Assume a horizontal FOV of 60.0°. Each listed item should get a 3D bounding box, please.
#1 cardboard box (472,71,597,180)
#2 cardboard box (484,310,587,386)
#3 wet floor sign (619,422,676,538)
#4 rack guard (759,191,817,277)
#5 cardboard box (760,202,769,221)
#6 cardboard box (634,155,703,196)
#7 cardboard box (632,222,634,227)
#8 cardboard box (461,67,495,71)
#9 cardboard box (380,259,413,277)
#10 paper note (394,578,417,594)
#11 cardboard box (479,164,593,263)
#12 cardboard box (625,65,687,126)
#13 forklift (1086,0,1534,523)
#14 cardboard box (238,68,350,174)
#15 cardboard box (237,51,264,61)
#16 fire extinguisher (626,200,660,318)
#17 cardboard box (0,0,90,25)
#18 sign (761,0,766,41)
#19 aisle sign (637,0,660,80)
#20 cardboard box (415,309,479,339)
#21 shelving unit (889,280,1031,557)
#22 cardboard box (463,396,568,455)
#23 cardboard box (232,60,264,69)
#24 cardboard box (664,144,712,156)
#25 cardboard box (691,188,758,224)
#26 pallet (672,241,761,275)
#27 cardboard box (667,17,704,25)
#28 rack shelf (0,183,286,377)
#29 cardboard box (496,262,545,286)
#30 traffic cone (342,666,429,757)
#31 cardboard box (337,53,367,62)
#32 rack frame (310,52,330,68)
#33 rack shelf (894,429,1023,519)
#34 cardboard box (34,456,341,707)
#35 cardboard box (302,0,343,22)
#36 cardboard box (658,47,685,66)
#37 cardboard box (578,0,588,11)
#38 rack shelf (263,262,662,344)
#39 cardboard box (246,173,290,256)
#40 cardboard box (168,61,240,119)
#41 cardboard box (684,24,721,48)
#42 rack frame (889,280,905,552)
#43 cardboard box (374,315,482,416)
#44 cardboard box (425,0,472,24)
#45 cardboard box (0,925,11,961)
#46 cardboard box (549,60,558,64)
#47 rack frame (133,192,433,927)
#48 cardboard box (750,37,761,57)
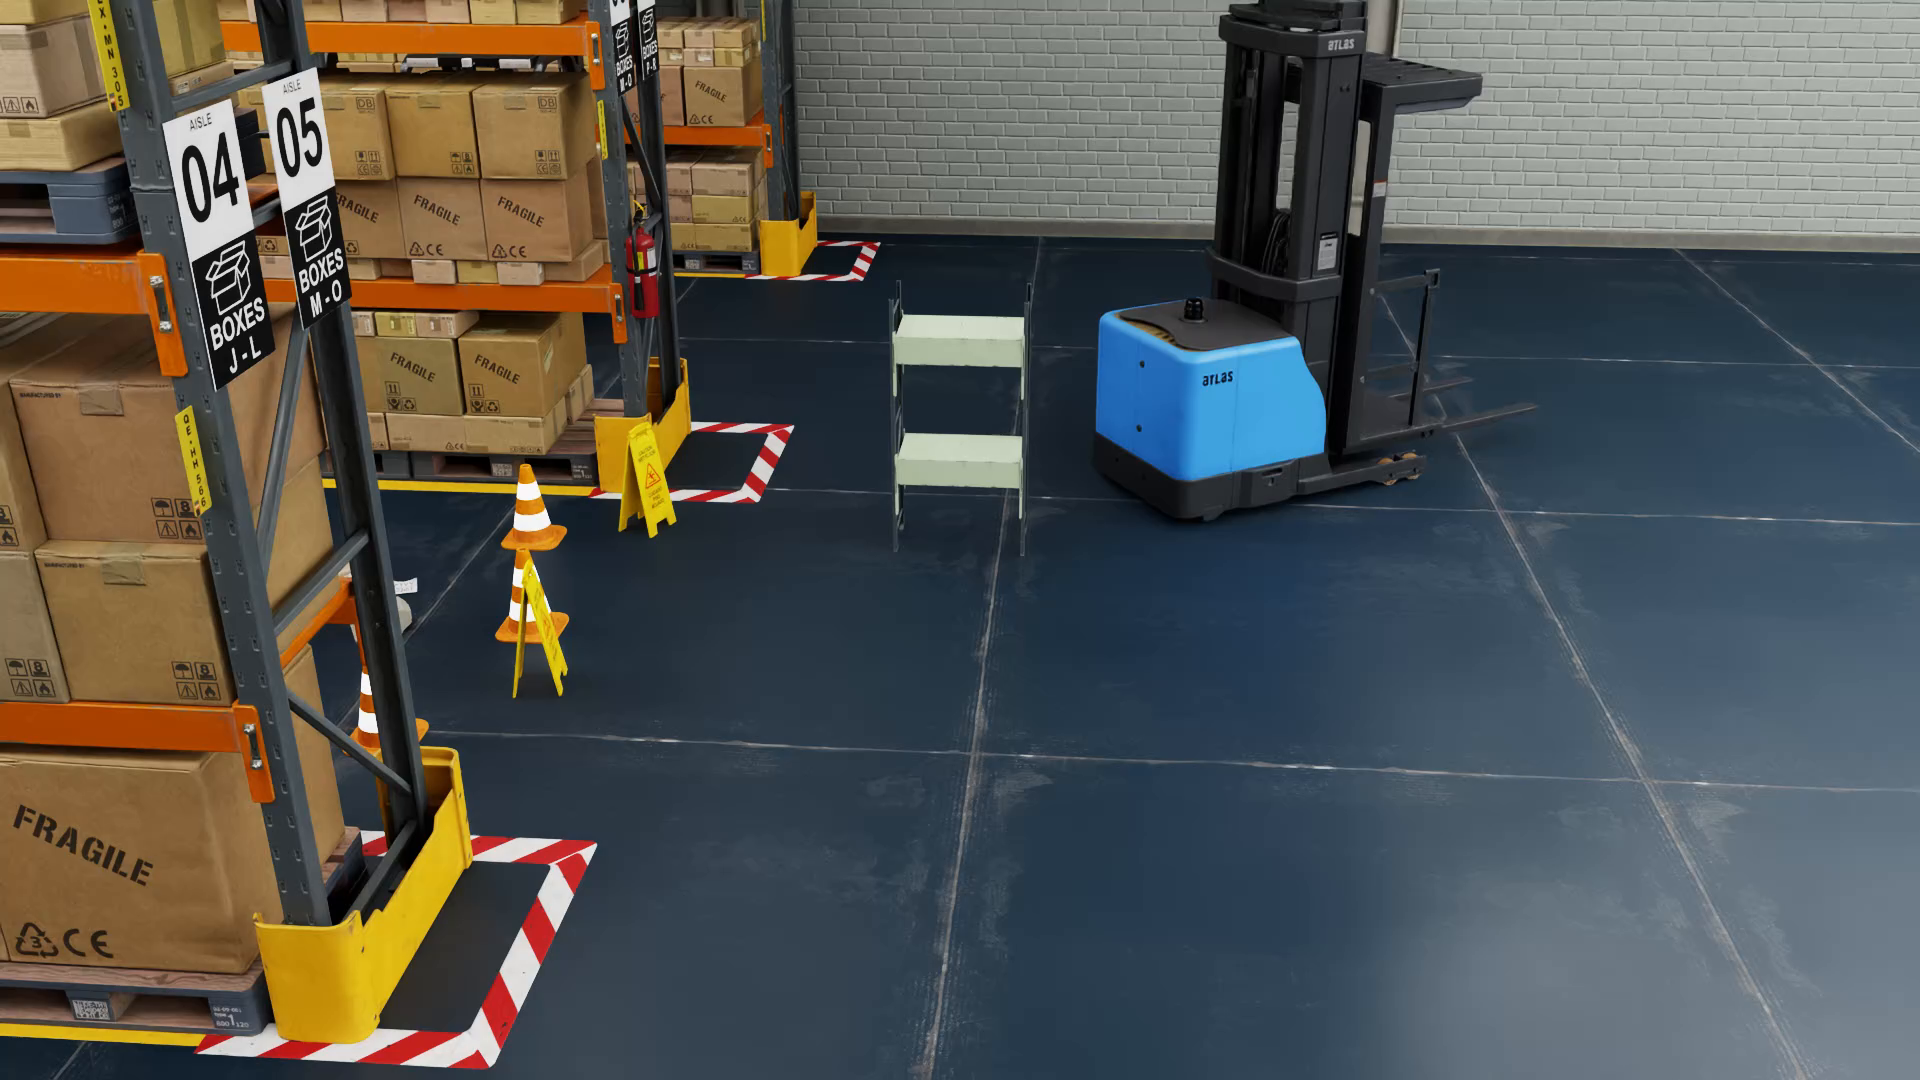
[{"bbox_3d":[-2.498,-2.455,9.826,0.500,0.500,0.700,1,25,3],"label":"cardboard box"},{"bbox_3d":[-2.779,-1.319,10.918,0.500,0.500,0.500,1,25,2],"label":"cardboard box"},{"bbox_3d":[-1.865,-0.374,9.790,0.232,0.644,0.267,11,27,22],"label":"wet floor sign"},{"bbox_3d":[-1.572,-2.828,15.297,0.348,0.500,1.175,2,25,4],"label":"rack guard"},{"bbox_3d":[-2.071,-3.003,15.475,0.500,0.250,0.500,2,25,4],"label":"cardboard box"},{"bbox_3d":[-2.588,-3.259,14.834,0.500,0.250,0.500,2,25,5],"label":"cardboard box"},{"bbox_3d":[-3.082,-2.829,15.096,0.500,0.250,0.500,2,25,5],"label":"cardboard box"},{"bbox_3d":[-4.136,-3.989,14.711,0.500,0.500,0.500,2,25,3],"label":"cardboard box"},{"bbox_3d":[-3.380,-1.745,10.255,0.250,0.149,0.380,2,25,5],"label":"cardboard box"},{"bbox_3d":[-3.067,0.253,9.164,0.142,0.019,0.148,-7,26,-14],"label":"paper note"},{"bbox_3d":[-2.534,-1.978,9.985,0.500,0.500,0.500,1,25,3],"label":"cardboard box"},{"bbox_3d":[-2.623,-3.936,14.596,0.500,0.500,0.500,3,25,6],"label":"cardboard box"},{"bbox_3d":[2.354,-1.853,10.270,3.031,2.935,1.130,-12,27,-25],"label":"forklift"},{"bbox_3d":[-4.005,-2.522,9.971,0.500,0.500,0.700,2,25,4],"label":"cardboard box"},{"bbox_3d":[-6.200,-4.351,14.722,0.250,0.149,0.380,1,25,3],"label":"cardboard box"},{"bbox_3d":[-1.893,-1.664,9.871,0.183,0.674,0.296,2,25,4],"label":"fire extinguisher"},{"bbox_3d":[-2.612,-1.545,4.656,0.250,0.149,0.380,2,25,5],"label":"cardboard box"},{"bbox_3d":[-1.651,-4.372,13.994,0.005,0.325,0.100,2,25,4],"label":"sign"},{"bbox_3d":[-1.887,-3.203,10.013,0.004,0.787,0.394,2,25,4],"label":"aisle sign"},{"bbox_3d":[-3.162,-1.373,10.259,0.250,0.149,0.380,3,25,6],"label":"cardboard box"},{"bbox_3d":[0.007,-0.681,9.436,0.755,1.500,0.431,2,25,4],"label":"shelving unit"},{"bbox_3d":[-2.823,-0.751,10.581,0.500,0.250,0.500,2,25,4],"label":"cardboard box"},{"bbox_3d":[-6.093,-4.160,14.784,0.500,0.250,0.500,1,25,3],"label":"cardboard box"},{"bbox_3d":[-2.559,-3.469,15.291,0.500,0.250,0.500,2,25,4],"label":"cardboard box"},{"bbox_3d":[-2.105,-3.018,14.910,0.500,0.250,0.500,2,25,3],"label":"cardboard box"},{"bbox_3d":[-2.362,-2.704,15.375,1.213,0.211,1.003,2,25,4],"label":"pallet"},{"bbox_3d":[-2.437,-4.564,14.829,0.250,0.149,0.380,2,25,5],"label":"cardboard box"},{"bbox_3d":[-4.244,-0.929,5.452,4.000,0.370,1.077,2,25,4],"label":"rack shelf"},{"bbox_3d":[-2.622,-1.666,10.082,0.250,0.149,0.380,2,25,3],"label":"cardboard box"},{"bbox_3d":[-2.671,0.715,7.643,0.334,0.463,0.336,2,25,4],"label":"traffic cone"},{"bbox_3d":[-5.286,-4.312,14.638,0.250,0.149,0.380,1,25,3],"label":"cardboard box"},{"bbox_3d":[-5.584,-4.092,15.055,0.127,3.000,1.000,2,25,4],"label":"rack frame"},{"bbox_3d":[0.007,-0.385,9.572,0.720,0.370,0.431,2,25,4],"label":"rack shelf"},{"bbox_3d":[-2.624,0.110,5.743,0.550,0.550,0.875,2,25,4],"label":"cardboard box"},{"bbox_3d":[-3.624,-3.091,9.591,0.250,0.149,0.380,1,25,3],"label":"cardboard box"},{"bbox_3d":[-2.474,-4.228,14.455,0.250,0.149,0.380,2,25,5],"label":"cardboard box"},{"bbox_3d":[-2.278,-3.290,10.023,0.250,0.149,0.380,2,25,4],"label":"cardboard box"},{"bbox_3d":[-3.966,-1.632,10.570,4.000,0.370,1.077,2,25,4],"label":"rack shelf"},{"bbox_3d":[-4.036,-2.038,10.115,0.500,0.500,0.500,2,25,5],"label":"cardboard box"},{"bbox_3d":[-2.568,-1.458,5.421,0.250,0.149,0.380,2,25,4],"label":"cardboard box"},{"bbox_3d":[-2.217,-4.358,14.381,0.250,0.149,0.380,2,25,4],"label":"cardboard box"},{"bbox_3d":[-0.358,-0.693,9.461,0.023,1.500,0.400,2,25,4],"label":"rack frame"},{"bbox_3d":[-3.312,-1.110,10.463,0.500,0.500,0.500,3,25,6],"label":"cardboard box"},{"bbox_3d":[-2.862,-3.056,9.514,0.250,0.149,0.380,3,25,6],"label":"cardboard box"},{"bbox_3d":[-3.809,0.924,6.192,0.875,0.875,0.875,1,25,3],"label":"cardboard box"},{"bbox_3d":[-3.486,-4.275,14.556,0.250,0.149,0.380,2,25,4],"label":"cardboard box"},{"bbox_3d":[-2.250,0.171,5.790,0.127,3.000,1.000,2,25,4],"label":"rack frame"},{"bbox_3d":[-1.914,-4.423,14.878,0.250,0.149,0.380,1,25,3],"label":"cardboard box"}]
